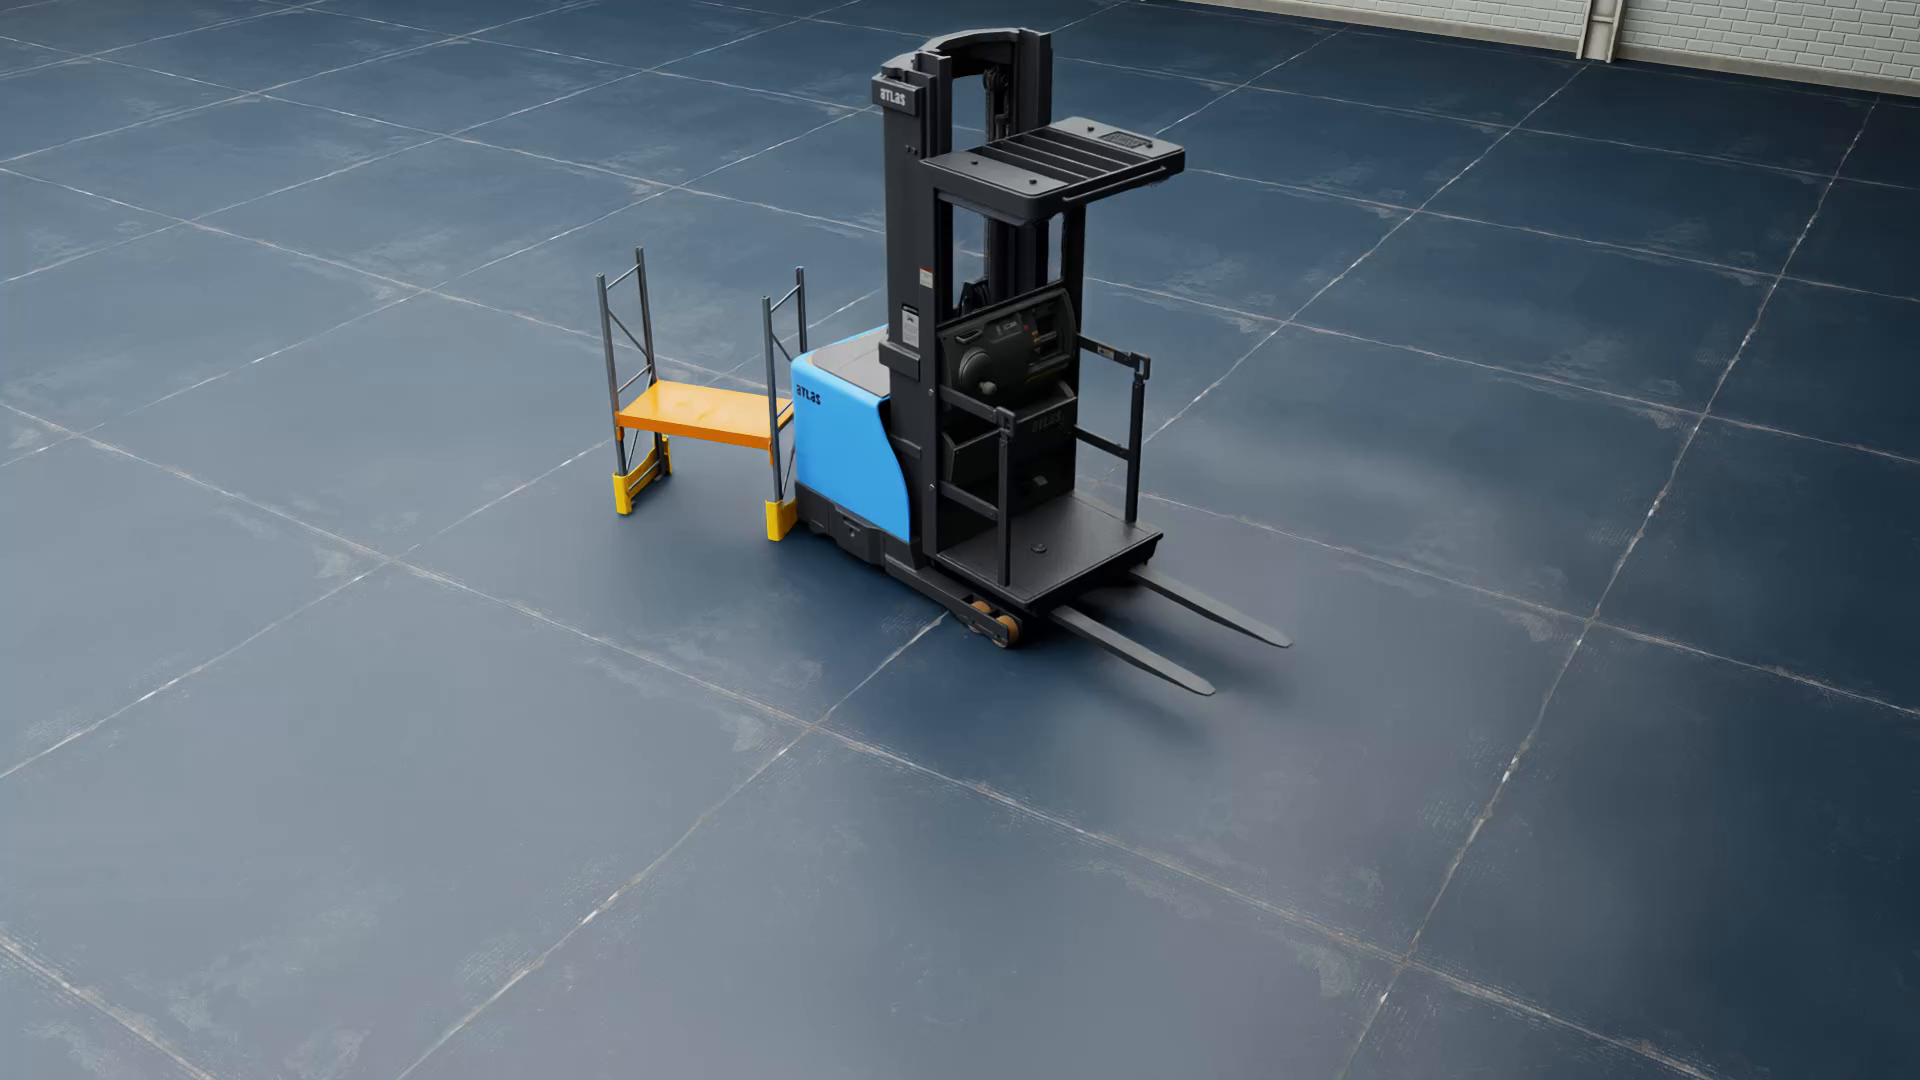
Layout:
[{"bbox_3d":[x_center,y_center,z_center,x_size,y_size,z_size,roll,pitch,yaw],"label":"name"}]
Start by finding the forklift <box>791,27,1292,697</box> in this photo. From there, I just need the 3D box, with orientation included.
[{"bbox_3d":[0.404,-0.992,8.542,1.130,2.935,3.031,-25,39,-36],"label":"forklift"}]

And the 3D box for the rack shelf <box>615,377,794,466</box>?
[{"bbox_3d":[-1.463,-0.710,9.835,1.000,0.185,0.538,10,32,16],"label":"rack shelf"}]

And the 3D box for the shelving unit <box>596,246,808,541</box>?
[{"bbox_3d":[-1.472,-0.867,9.747,1.083,1.500,0.587,10,32,16],"label":"shelving unit"}]

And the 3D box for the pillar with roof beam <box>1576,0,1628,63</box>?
[{"bbox_3d":[5.133,-7.673,13.973,0.400,9.000,9.100,18,35,27],"label":"pillar with roof beam"}]

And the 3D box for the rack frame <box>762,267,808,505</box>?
[{"bbox_3d":[-0.982,-0.783,9.603,0.032,1.500,0.500,10,32,16],"label":"rack frame"}]

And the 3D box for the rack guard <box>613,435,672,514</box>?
[{"bbox_3d":[-1.944,-0.408,10.200,0.087,0.250,0.587,10,32,16],"label":"rack guard"}]

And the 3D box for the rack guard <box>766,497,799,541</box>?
[{"bbox_3d":[-1.000,-0.246,9.924,0.087,0.250,0.587,10,32,16],"label":"rack guard"}]

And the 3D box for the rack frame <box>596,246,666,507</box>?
[{"bbox_3d":[-1.945,-0.948,9.885,0.032,1.500,0.500,10,32,16],"label":"rack frame"}]
